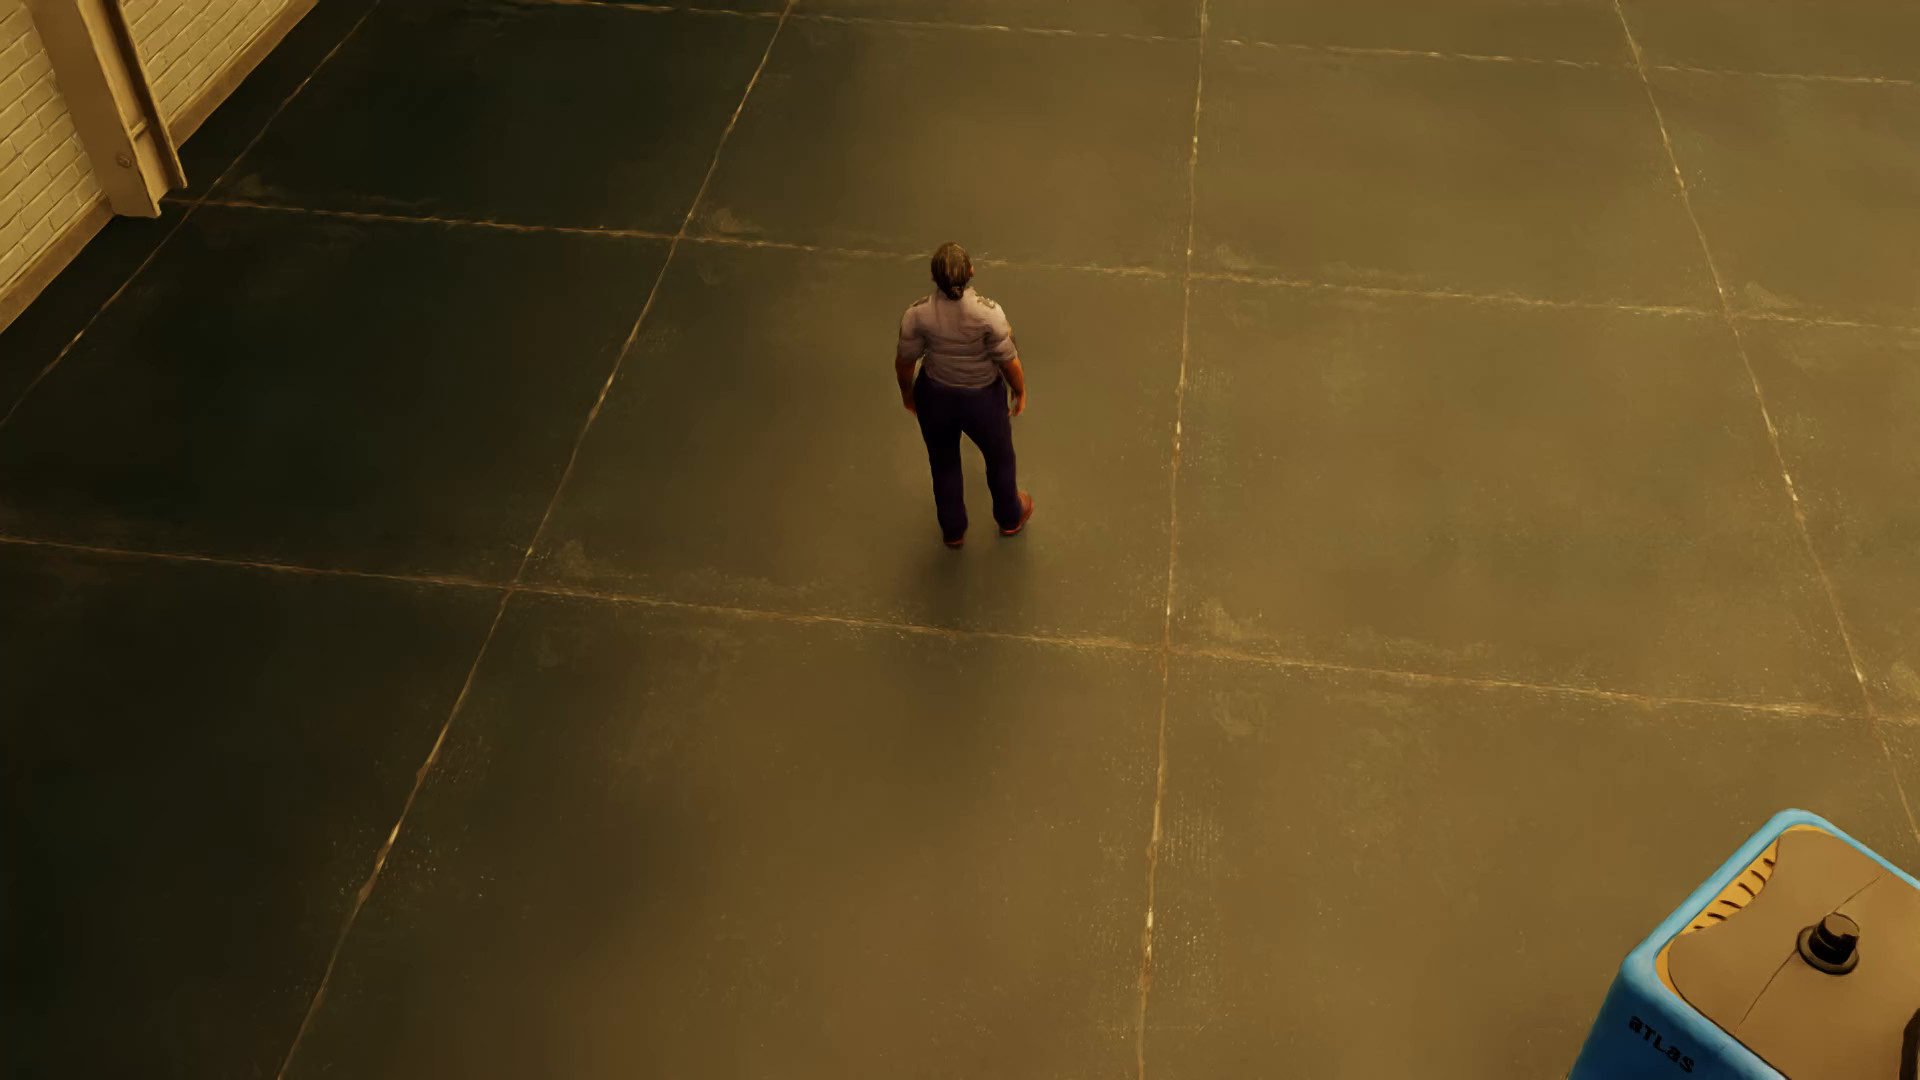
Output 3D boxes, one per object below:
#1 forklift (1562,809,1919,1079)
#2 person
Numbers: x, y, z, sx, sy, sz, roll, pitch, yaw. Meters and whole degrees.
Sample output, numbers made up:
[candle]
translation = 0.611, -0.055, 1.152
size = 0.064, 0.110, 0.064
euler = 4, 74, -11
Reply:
[forklift]
translation = 3.288, 1.531, 4.058
size = 1.130, 2.935, 3.031
euler = -30, 50, -28
[person]
translation = 0.034, -0.670, 7.392
size = 0.599, 1.650, 0.502
euler = 5, 43, 6
